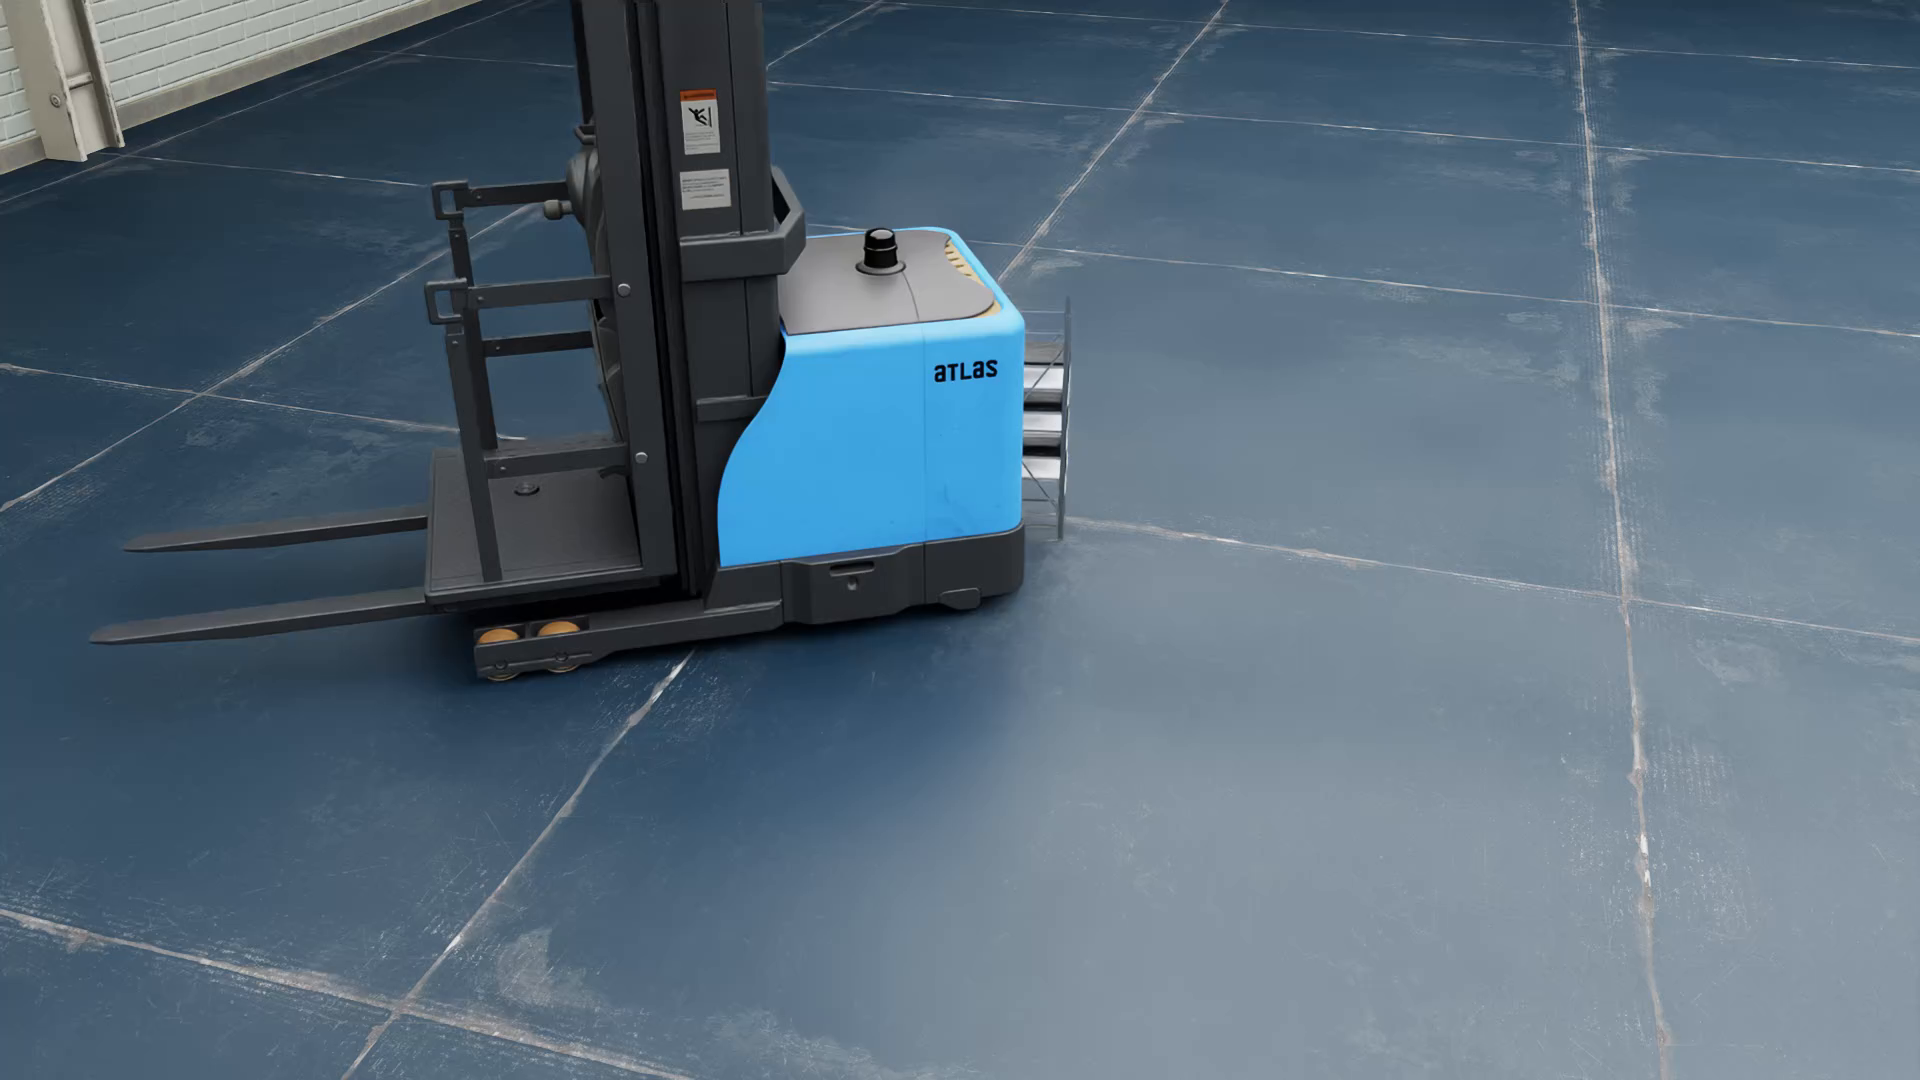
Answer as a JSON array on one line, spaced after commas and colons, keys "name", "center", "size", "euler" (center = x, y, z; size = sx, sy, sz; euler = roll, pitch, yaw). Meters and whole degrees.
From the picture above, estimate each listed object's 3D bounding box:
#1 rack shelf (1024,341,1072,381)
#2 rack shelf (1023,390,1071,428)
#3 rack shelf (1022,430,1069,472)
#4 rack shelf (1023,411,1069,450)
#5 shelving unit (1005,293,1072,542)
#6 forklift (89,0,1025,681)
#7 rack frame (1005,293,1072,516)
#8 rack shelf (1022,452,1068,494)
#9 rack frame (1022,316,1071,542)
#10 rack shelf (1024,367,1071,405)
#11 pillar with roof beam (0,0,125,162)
[{"name": "rack shelf", "center": [0.275, -0.649, 6.004], "size": [0.258, 0.077, 0.200], "euler": [2, 29, 4]}, {"name": "rack shelf", "center": [0.274, -0.492, 6.091], "size": [0.258, 0.077, 0.200], "euler": [2, 29, 4]}, {"name": "rack shelf", "center": [0.274, -0.334, 6.179], "size": [0.258, 0.077, 0.200], "euler": [2, 29, 4]}, {"name": "rack shelf", "center": [0.274, -0.413, 6.135], "size": [0.258, 0.077, 0.200], "euler": [2, 29, 4]}, {"name": "shelving unit", "center": [0.274, -0.442, 6.119], "size": [0.258, 0.900, 0.210], "euler": [2, 29, 4]}, {"name": "forklift", "center": [-1.350, -1.106, 5.223], "size": [3.031, 2.935, 1.130], "euler": [-7, 30, -13]}, {"name": "rack frame", "center": [0.282, -0.492, 6.208], "size": [0.240, 0.900, 0.006], "euler": [2, 29, 4]}, {"name": "rack shelf", "center": [0.274, -0.256, 6.223], "size": [0.258, 0.077, 0.200], "euler": [2, 29, 4]}, {"name": "rack frame", "center": [0.267, -0.393, 6.030], "size": [0.240, 0.900, 0.006], "euler": [2, 29, 4]}, {"name": "rack shelf", "center": [0.274, -0.570, 6.048], "size": [0.258, 0.077, 0.200], "euler": [2, 29, 4]}, {"name": "pillar with roof beam", "center": [-1.558, -5.836, 7.485], "size": [9.100, 9.000, 0.400], "euler": [8, 30, 15]}]
